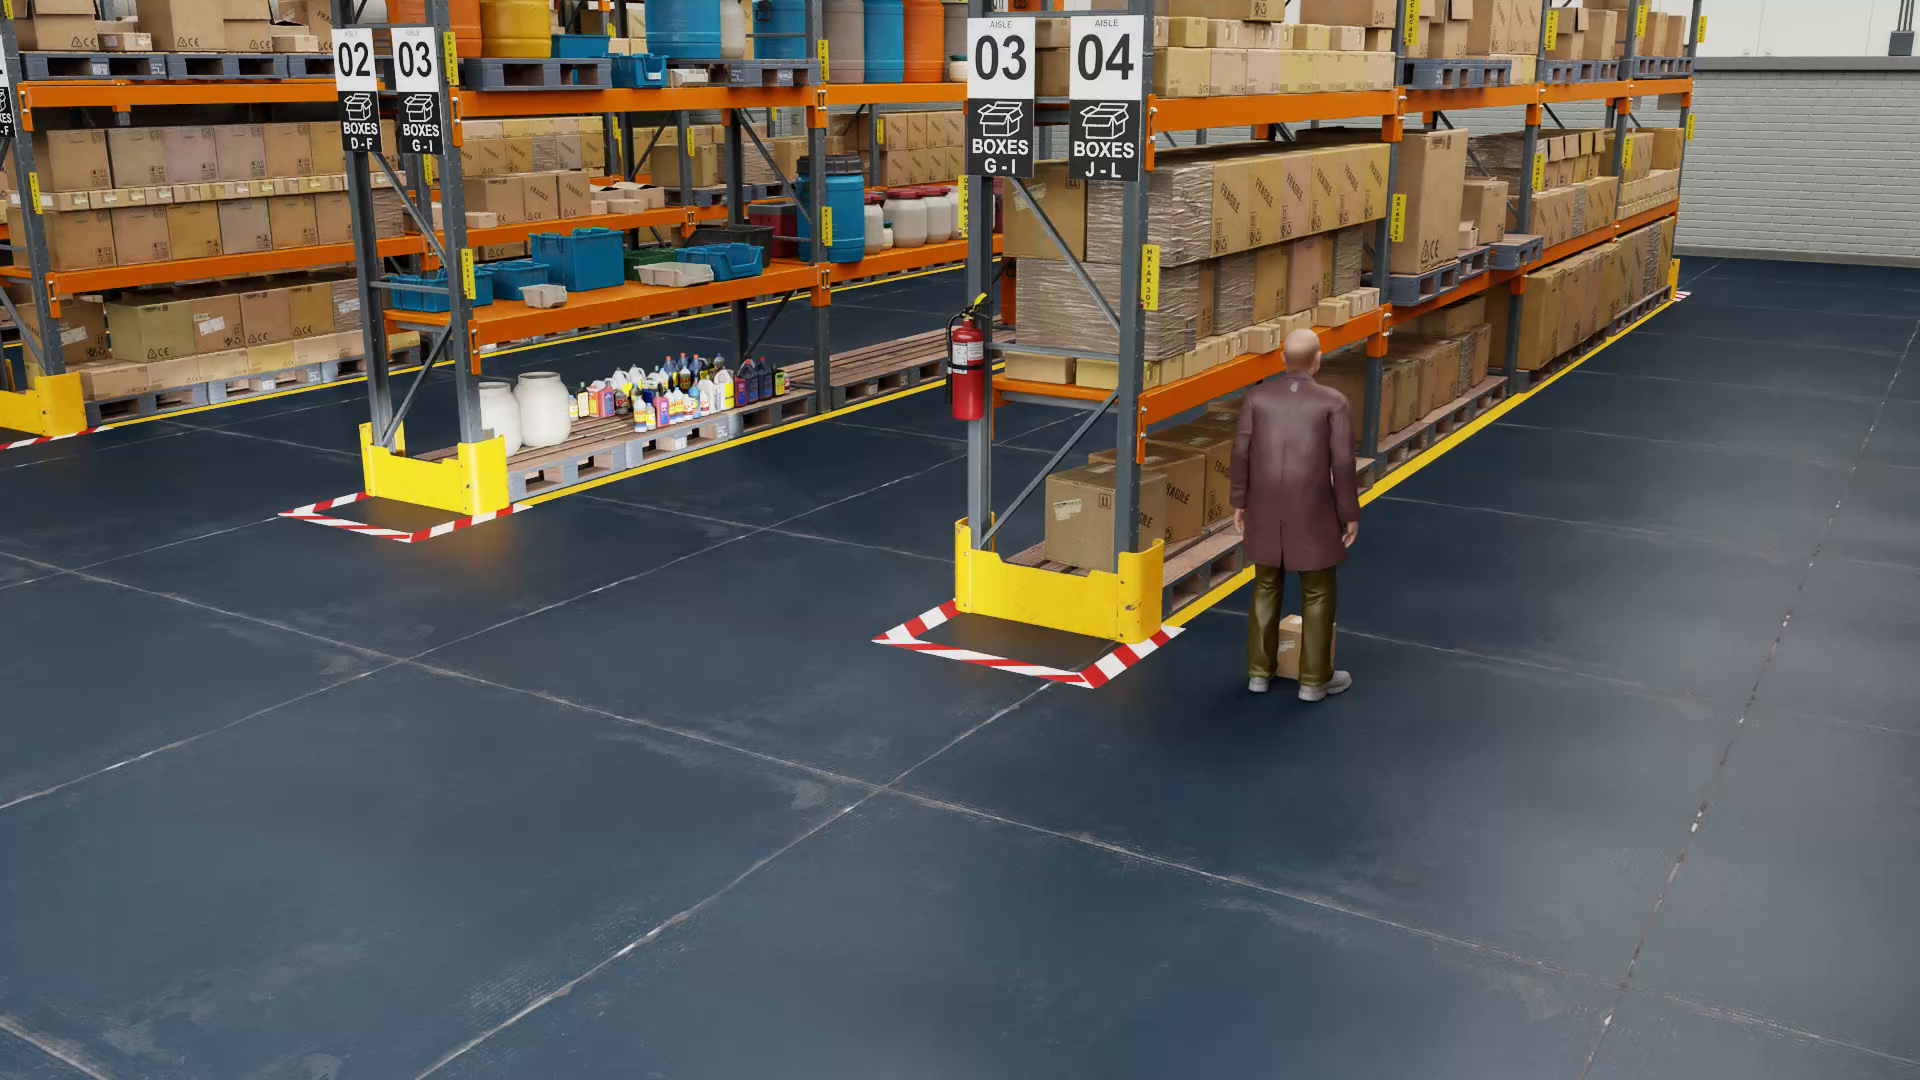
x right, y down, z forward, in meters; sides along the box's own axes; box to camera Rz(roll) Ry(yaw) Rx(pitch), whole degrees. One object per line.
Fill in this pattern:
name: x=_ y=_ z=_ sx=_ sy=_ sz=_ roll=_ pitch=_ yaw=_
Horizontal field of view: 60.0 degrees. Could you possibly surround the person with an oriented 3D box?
person: x=1.604 y=-0.125 z=7.999 sx=0.650 sy=1.773 sz=0.418 roll=9 pitch=18 yaw=29
